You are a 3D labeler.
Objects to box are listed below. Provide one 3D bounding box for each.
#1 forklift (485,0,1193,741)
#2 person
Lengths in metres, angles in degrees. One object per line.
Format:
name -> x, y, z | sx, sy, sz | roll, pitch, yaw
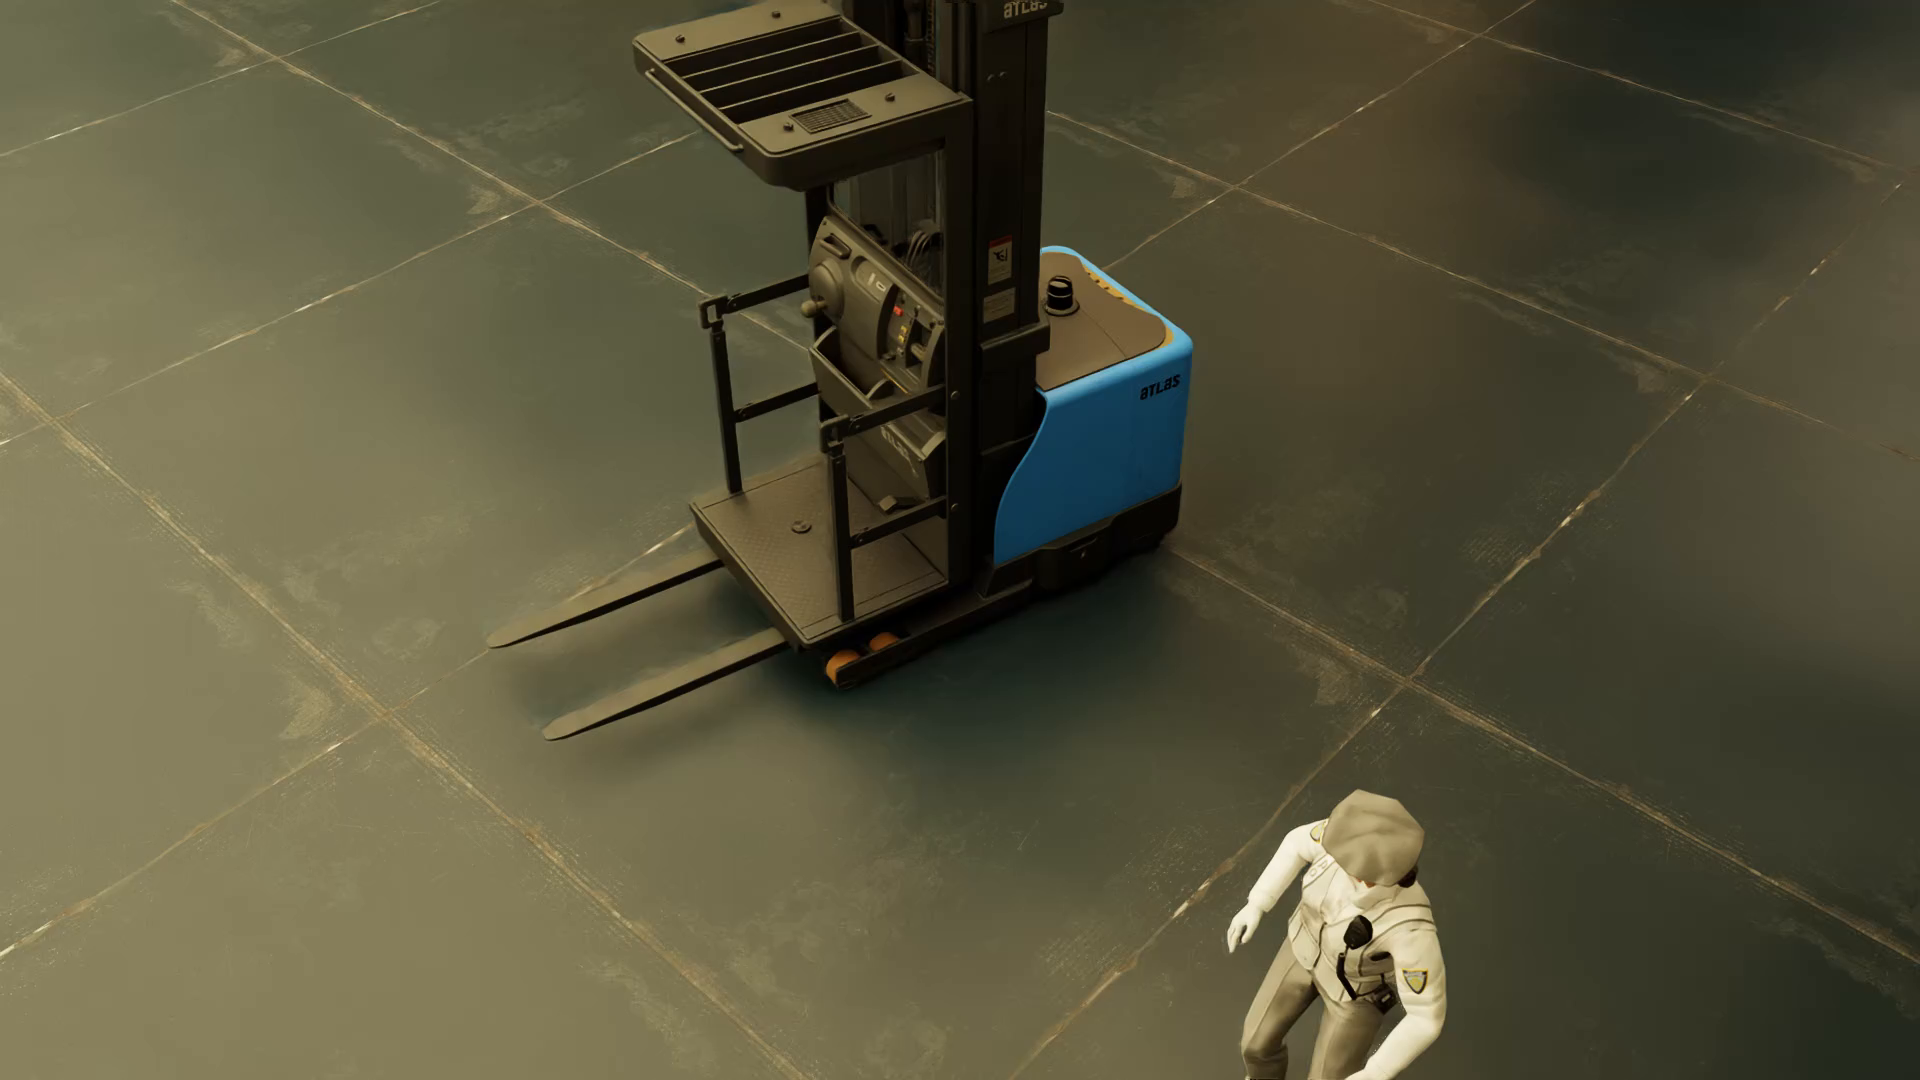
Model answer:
forklift -> -0.509, -0.886, 6.461 | 3.031, 2.935, 1.130 | -23, 46, -24
person -> 1.100, 1.329, 4.897 | 0.481, 1.632, 0.710 | -24, 46, -25
